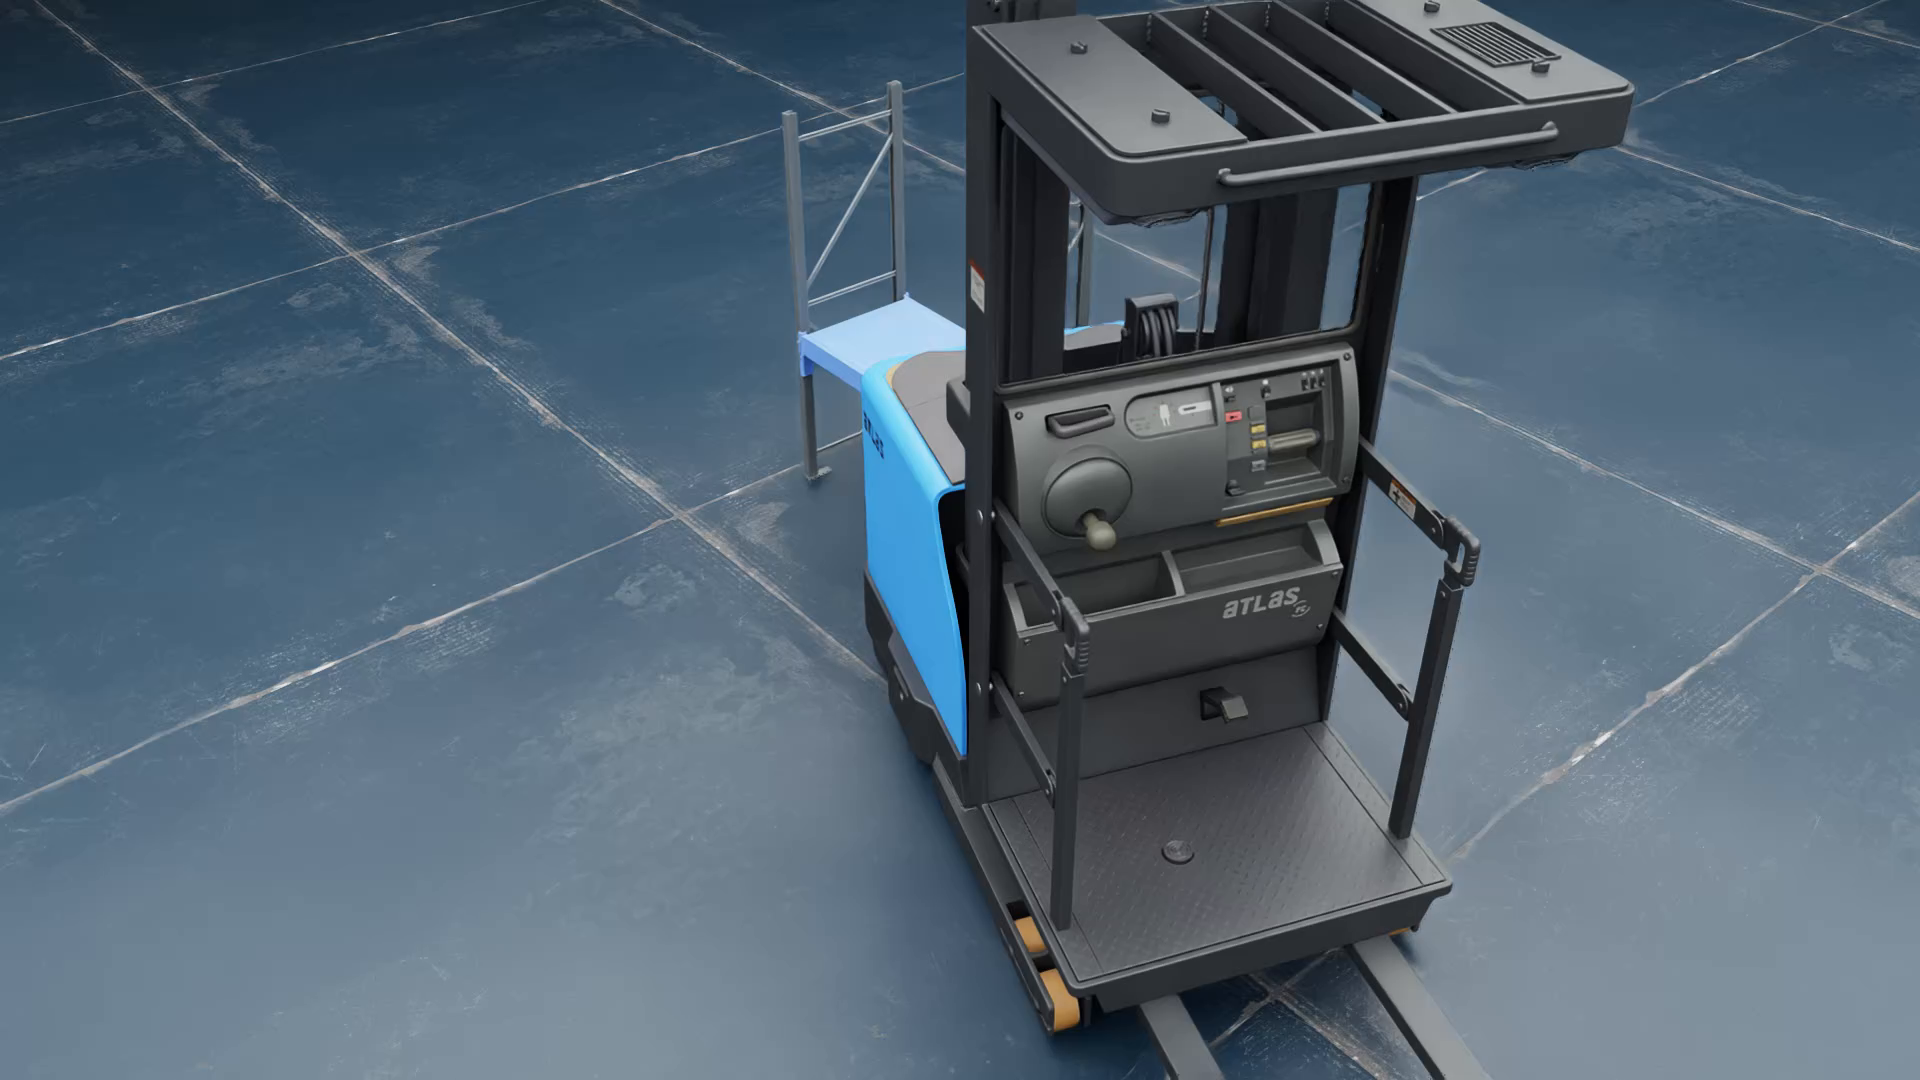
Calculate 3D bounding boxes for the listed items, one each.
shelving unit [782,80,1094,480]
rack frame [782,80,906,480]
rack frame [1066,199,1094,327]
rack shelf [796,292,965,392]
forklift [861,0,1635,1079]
[{"bbox_3d":[-0.089,-0.720,5.968,0.538,1.500,1.048,-25,43,-31],"label":"shelving unit"},{"bbox_3d":[-0.412,-0.946,6.289,0.500,1.500,0.032,-25,43,-31],"label":"rack frame"},{"bbox_3d":[0.234,-0.493,5.648,0.500,1.500,0.032,-25,43,-31],"label":"rack frame"},{"bbox_3d":[-0.089,-0.573,6.072,0.538,0.185,1.000,-25,43,-31],"label":"rack shelf"},{"bbox_3d":[0.635,-0.163,3.944,1.130,2.935,3.031,-11,37,-15],"label":"forklift"}]
